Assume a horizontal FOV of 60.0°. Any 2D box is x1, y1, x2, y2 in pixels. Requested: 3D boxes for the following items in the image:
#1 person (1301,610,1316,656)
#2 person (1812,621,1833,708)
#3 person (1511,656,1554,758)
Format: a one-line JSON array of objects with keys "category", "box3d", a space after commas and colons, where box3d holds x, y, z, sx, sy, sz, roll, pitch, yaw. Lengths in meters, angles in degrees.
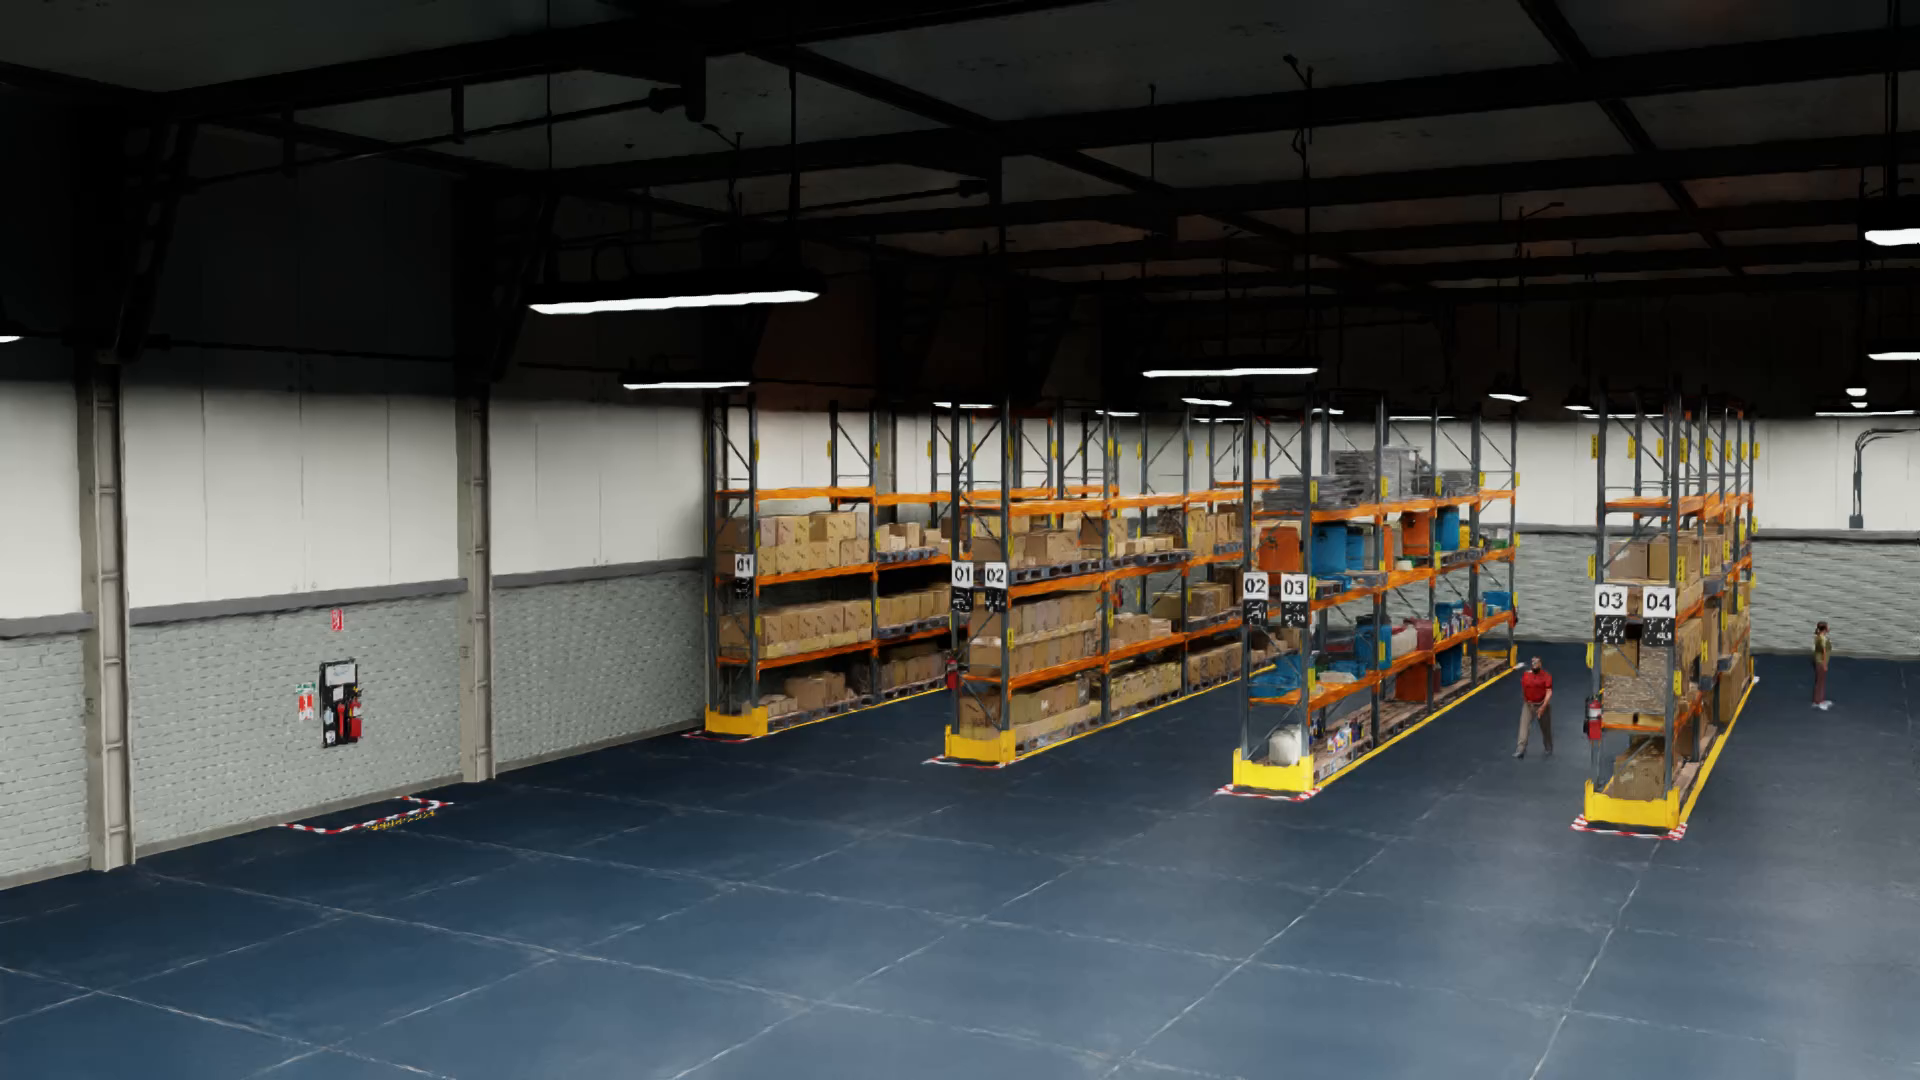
[{"category": "person", "box3d": [7.862, 2.079, 37.398, 0.389, 1.764, 0.665, 1, 3, 17]}, {"category": "person", "box3d": [16.794, 2.402, 32.323, 0.454, 1.679, 0.535, 1, 3, 11]}, {"category": "person", "box3d": [9.337, 2.697, 26.944, 0.535, 1.657, 1.029, 2, 4, 38]}]
